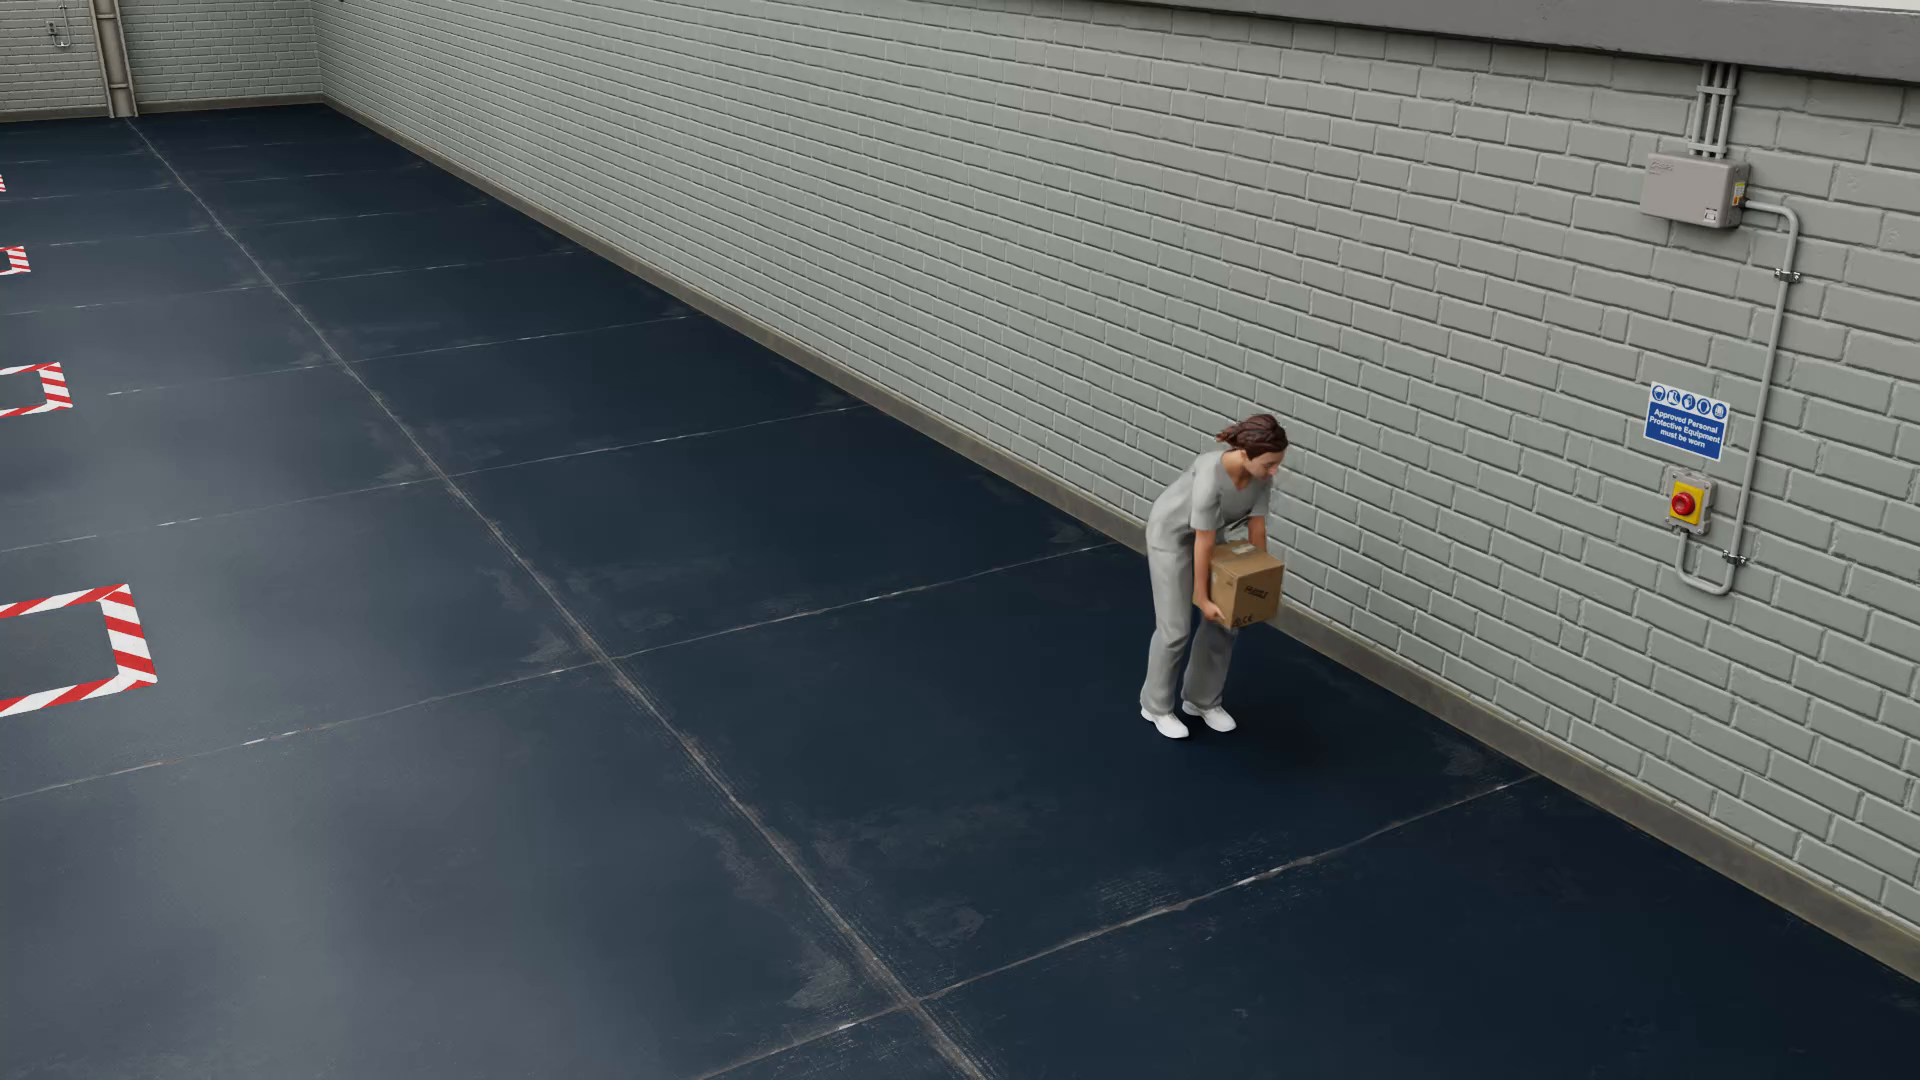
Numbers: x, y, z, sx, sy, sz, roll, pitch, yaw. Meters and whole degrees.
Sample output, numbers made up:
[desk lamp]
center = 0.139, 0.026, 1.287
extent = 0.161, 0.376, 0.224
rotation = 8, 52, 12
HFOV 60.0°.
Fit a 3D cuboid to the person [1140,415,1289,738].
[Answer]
[person]
center = 1.069, 0.142, 6.966
extent = 0.406, 1.509, 0.672
rotation = -13, 25, -29
